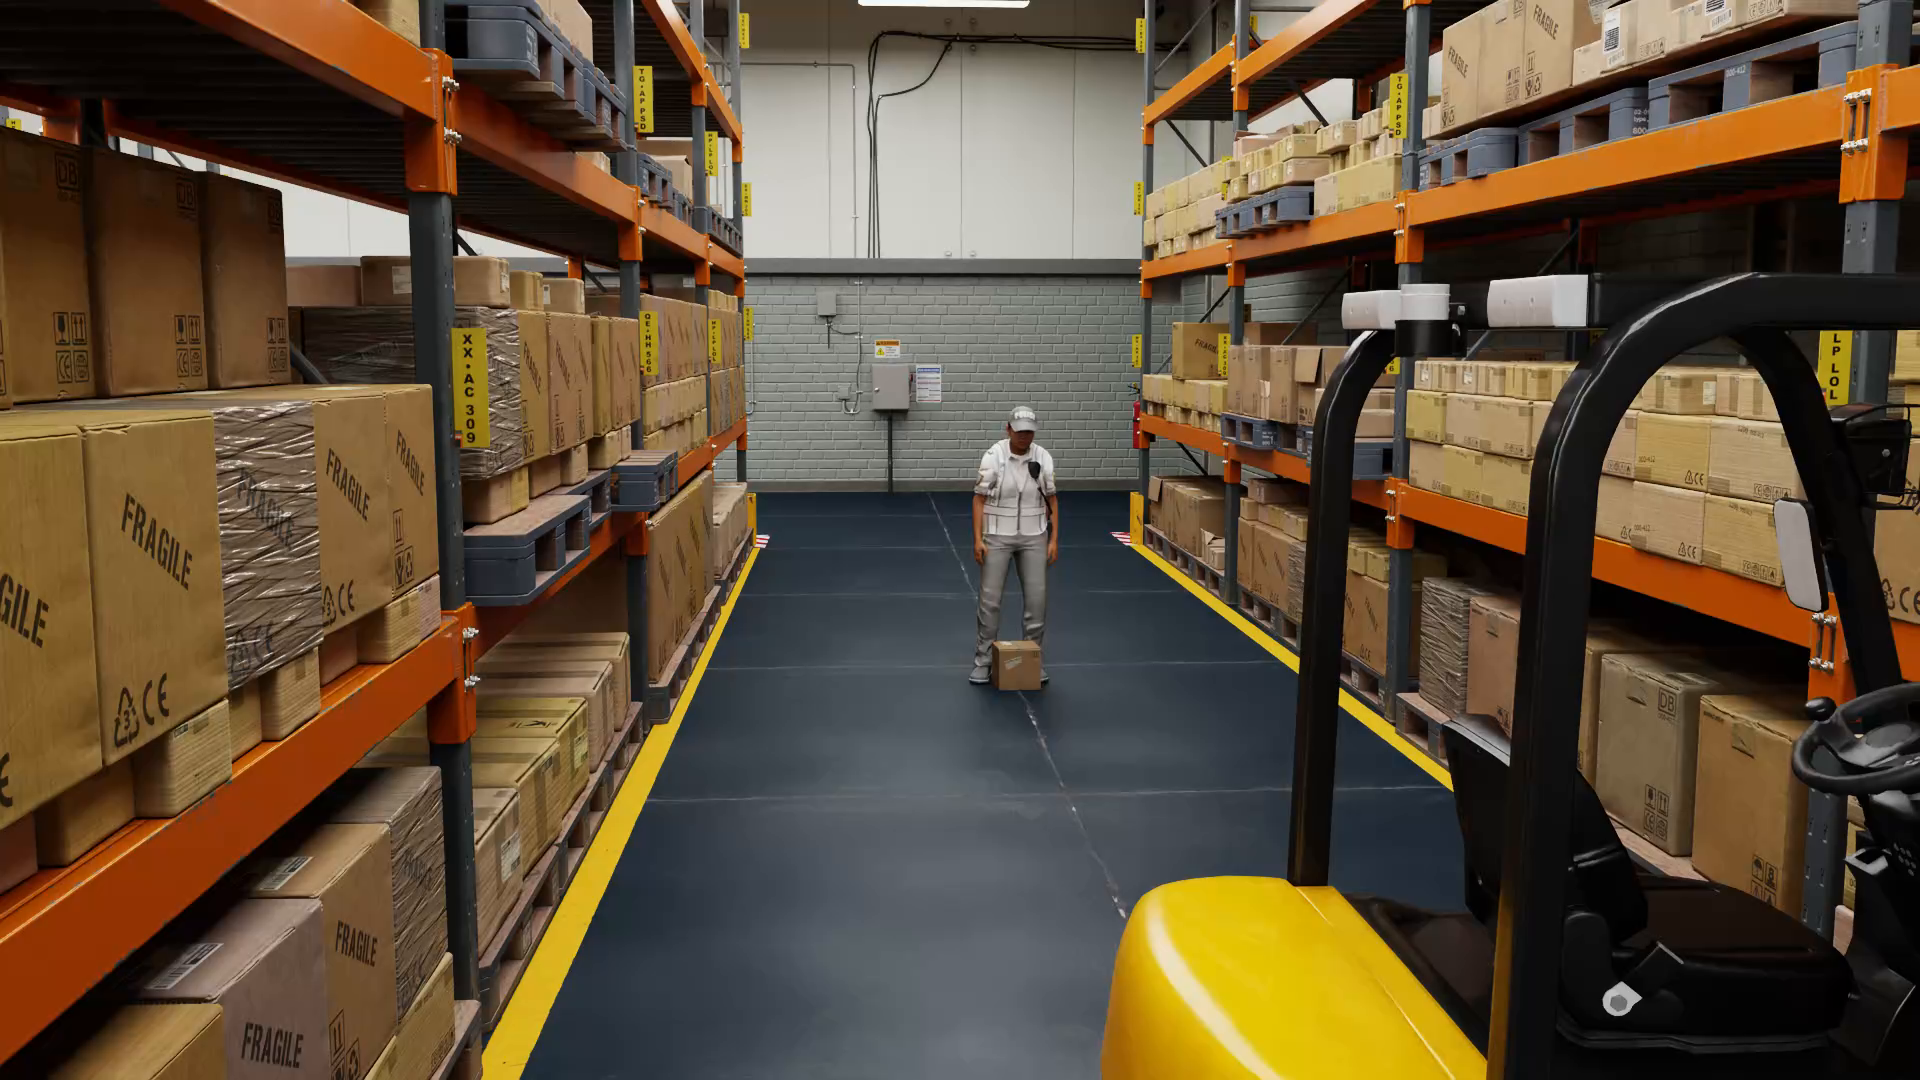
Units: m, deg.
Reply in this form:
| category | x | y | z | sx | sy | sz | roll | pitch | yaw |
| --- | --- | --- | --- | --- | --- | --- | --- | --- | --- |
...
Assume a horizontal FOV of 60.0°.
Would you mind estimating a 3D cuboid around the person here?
| category | x | y | z | sx | sy | sz | roll | pitch | yaw |
| --- | --- | --- | --- | --- | --- | --- | --- | --- | --- |
| person | 0.326 | 0.022 | 10.048 | 0.563 | 1.666 | 0.457 | -1 | 7 | -7 |
